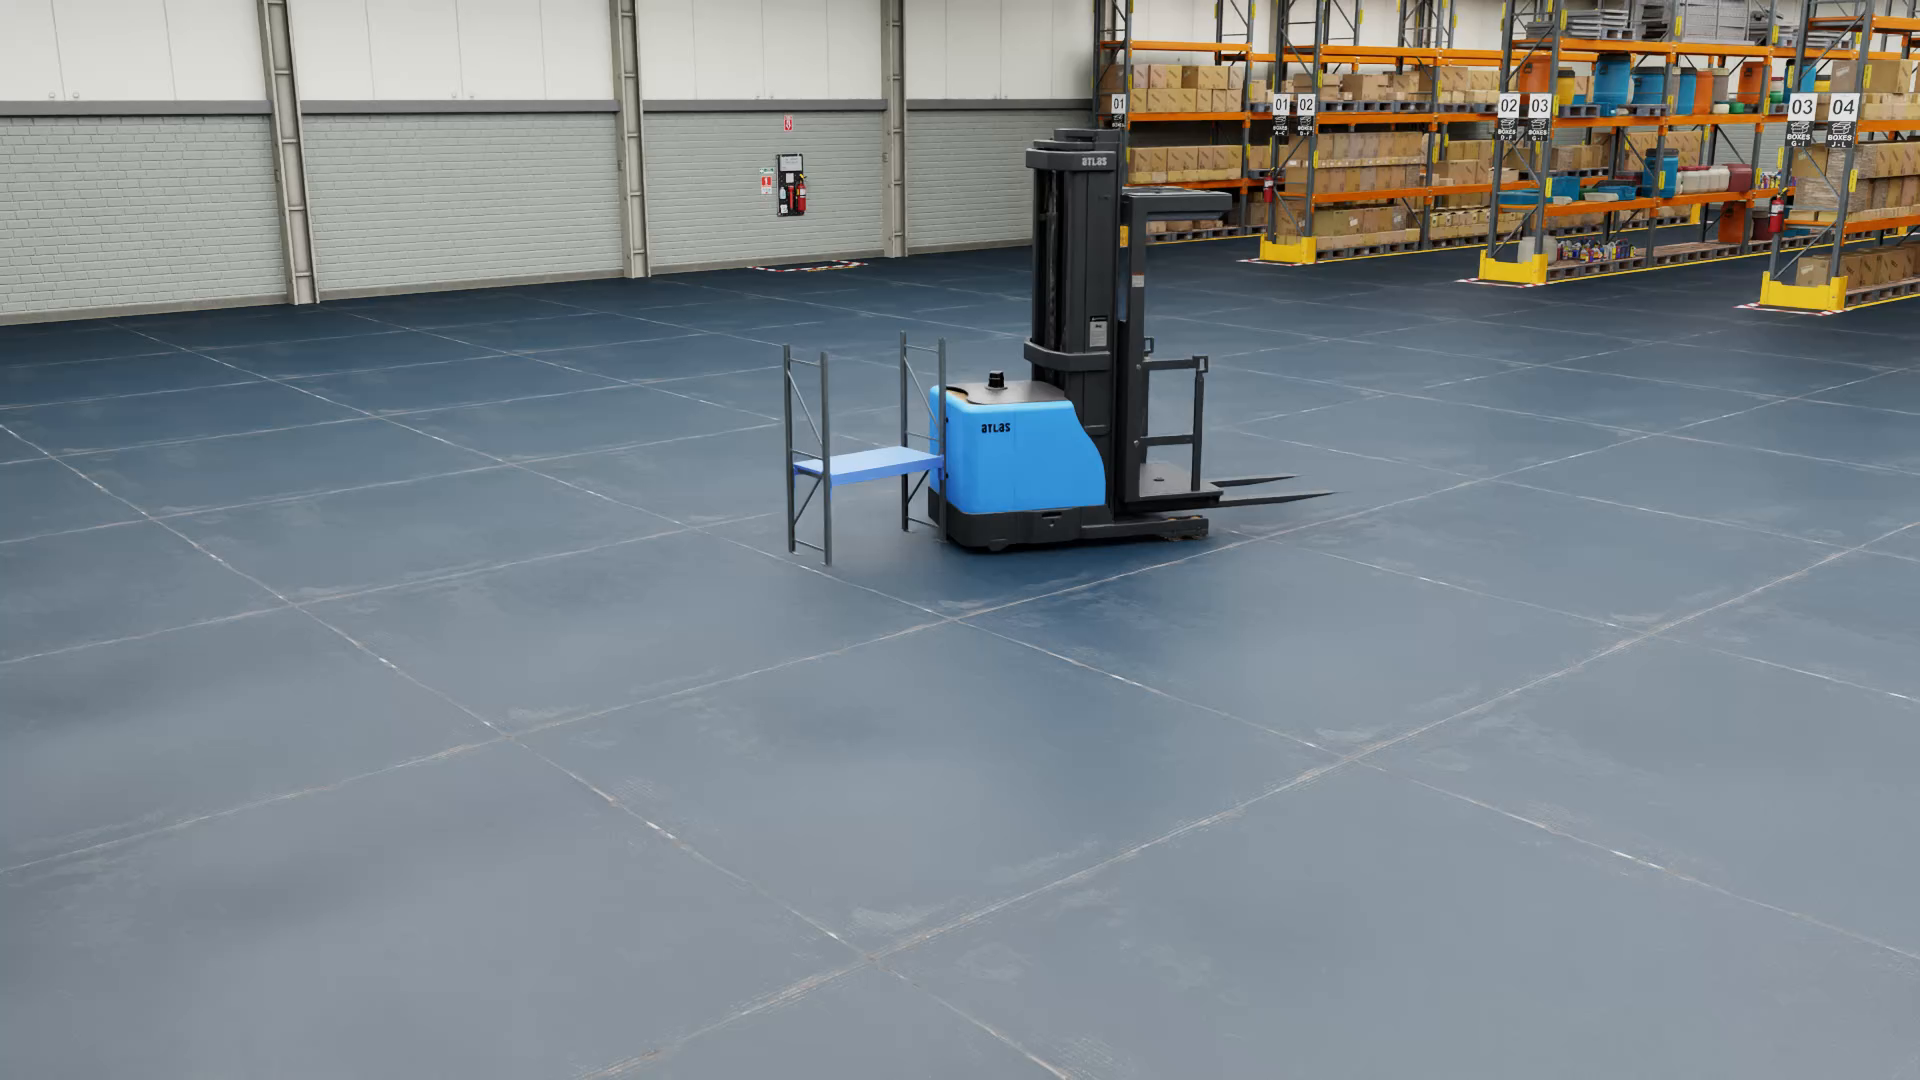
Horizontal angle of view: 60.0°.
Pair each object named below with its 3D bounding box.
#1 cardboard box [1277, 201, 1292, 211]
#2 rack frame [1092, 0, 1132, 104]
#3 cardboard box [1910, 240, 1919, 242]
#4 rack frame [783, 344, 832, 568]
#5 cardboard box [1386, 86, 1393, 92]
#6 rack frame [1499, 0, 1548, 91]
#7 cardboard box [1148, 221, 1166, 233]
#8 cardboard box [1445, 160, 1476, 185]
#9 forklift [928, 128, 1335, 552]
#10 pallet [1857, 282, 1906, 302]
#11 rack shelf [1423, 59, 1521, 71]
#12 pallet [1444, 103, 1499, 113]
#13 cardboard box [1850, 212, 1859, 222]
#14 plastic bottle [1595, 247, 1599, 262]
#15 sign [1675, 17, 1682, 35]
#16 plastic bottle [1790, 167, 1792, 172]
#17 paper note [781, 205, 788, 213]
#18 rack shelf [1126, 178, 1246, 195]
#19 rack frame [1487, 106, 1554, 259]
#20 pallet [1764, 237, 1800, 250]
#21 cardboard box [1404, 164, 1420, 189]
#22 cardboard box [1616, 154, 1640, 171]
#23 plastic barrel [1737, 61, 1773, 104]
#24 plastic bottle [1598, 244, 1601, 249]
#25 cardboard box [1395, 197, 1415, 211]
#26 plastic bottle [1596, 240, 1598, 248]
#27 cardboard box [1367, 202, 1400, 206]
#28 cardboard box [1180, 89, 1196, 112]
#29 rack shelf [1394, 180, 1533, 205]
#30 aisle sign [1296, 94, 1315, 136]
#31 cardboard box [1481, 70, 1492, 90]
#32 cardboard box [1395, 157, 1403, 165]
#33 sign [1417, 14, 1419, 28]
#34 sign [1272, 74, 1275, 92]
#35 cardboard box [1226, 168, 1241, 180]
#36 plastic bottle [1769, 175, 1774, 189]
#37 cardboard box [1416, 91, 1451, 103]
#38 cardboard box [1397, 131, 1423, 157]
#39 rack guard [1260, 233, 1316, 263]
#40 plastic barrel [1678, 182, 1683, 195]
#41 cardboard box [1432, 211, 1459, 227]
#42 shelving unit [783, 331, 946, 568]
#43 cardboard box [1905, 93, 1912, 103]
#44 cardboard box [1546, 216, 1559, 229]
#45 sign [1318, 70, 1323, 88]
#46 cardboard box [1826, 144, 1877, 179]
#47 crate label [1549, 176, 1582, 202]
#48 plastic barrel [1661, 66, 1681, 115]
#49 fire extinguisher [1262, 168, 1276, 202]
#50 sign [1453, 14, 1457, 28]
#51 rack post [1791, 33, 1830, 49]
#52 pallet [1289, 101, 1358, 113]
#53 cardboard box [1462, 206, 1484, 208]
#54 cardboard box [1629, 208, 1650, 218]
[{"bbox_3d":[7.582,-7.943,40.166,0.500,0.500,0.700,-12,19,-39],"label":"cardboard box"},{"bbox_3d":[3.252,-10.855,35.452,0.127,3.000,1.000,-13,19,-39],"label":"rack frame"},{"bbox_3d":[16.873,-4.924,28.861,0.500,0.500,0.700,-13,20,-40],"label":"cardboard box"},{"bbox_3d":[-1.058,-0.585,11.534,0.032,1.500,0.500,-12,19,-38],"label":"rack frame"},{"bbox_3d":[8.563,-9.222,34.238,0.500,0.311,0.500,-14,20,-42],"label":"cardboard box"},{"bbox_3d":[12.541,-11.247,36.918,0.127,3.000,1.000,-13,19,-39],"label":"rack frame"},{"bbox_3d":[4.263,-7.067,37.251,0.500,0.311,0.500,-11,18,-35],"label":"cardboard box"},{"bbox_3d":[10.889,-8.020,36.269,0.500,0.500,0.500,-13,19,-39],"label":"cardboard box"},{"bbox_3d":[1.331,-1.533,12.308,3.031,2.935,1.130,-4,16,-16],"label":"forklift"},{"bbox_3d":[14.620,-4.066,27.063,1.213,0.211,1.003,-13,19,-39],"label":"pallet"},{"bbox_3d":[13.813,-12.686,44.476,4.000,0.370,1.077,-13,19,-39],"label":"rack shelf"},{"bbox_3d":[11.246,-9.384,36.122,1.213,0.211,1.003,-12,19,-37],"label":"pallet"},{"bbox_3d":[13.579,-4.983,25.580,0.250,0.149,0.380,-13,19,-39],"label":"cardboard box"},{"bbox_3d":[11.661,-5.244,30.505,0.097,0.271,0.097,0,15,0],"label":"plastic bottle"},{"bbox_3d":[13.125,-9.394,30.388,0.005,0.325,0.100,-13,19,-39],"label":"sign"},{"bbox_3d":[18.299,-8.034,36.610,0.185,0.351,0.144,-13,19,-39],"label":"plastic bottle"},{"bbox_3d":[-3.382,-6.374,32.008,0.142,0.148,0.016,-13,19,-39],"label":"paper note"},{"bbox_3d":[4.761,-7.948,37.588,4.000,0.370,1.077,-13,19,-39],"label":"rack shelf"},{"bbox_3d":[9.755,-6.028,29.006,0.127,3.000,1.000,-13,19,-39],"label":"rack frame"},{"bbox_3d":[17.277,-6.384,35.739,1.213,0.211,1.003,-13,19,-39],"label":"pallet"},{"bbox_3d":[9.193,-7.643,34.856,0.500,0.500,0.700,-13,20,-41],"label":"cardboard box"},{"bbox_3d":[16.122,-9.108,40.341,0.500,0.500,0.500,-12,19,-38],"label":"cardboard box"},{"bbox_3d":[16.220,-9.339,33.941,0.708,0.830,0.600,-13,19,-39],"label":"plastic barrel"},{"bbox_3d":[11.892,-5.348,30.869,0.133,0.283,0.061,-13,19,-39],"label":"plastic bottle"},{"bbox_3d":[11.231,-8.868,42.987,0.750,0.750,0.750,-12,19,-38],"label":"cardboard box"},{"bbox_3d":[12.089,-5.557,31.652,0.133,0.283,0.061,-13,19,-39],"label":"plastic bottle"},{"bbox_3d":[8.969,-6.890,35.293,0.500,0.500,0.500,-13,19,-39],"label":"cardboard box"},{"bbox_3d":[4.876,-9.740,36.856,0.500,0.500,0.500,-11,19,-36],"label":"cardboard box"},{"bbox_3d":[11.033,-7.662,36.517,4.000,0.370,1.077,-13,19,-39],"label":"rack shelf"},{"bbox_3d":[6.658,-8.178,32.018,0.004,0.787,0.394,-13,19,-39],"label":"aisle sign"},{"bbox_3d":[13.779,-12.219,44.201,0.500,0.500,0.500,-12,19,-39],"label":"cardboard box"},{"bbox_3d":[8.878,-7.814,34.240,0.250,0.149,0.380,-13,20,-39],"label":"cardboard box"},{"bbox_3d":[11.959,-13.528,43.342,0.005,0.325,0.100,-13,19,-39],"label":"sign"},{"bbox_3d":[6.161,-8.940,32.532,0.005,0.325,0.100,-13,19,-39],"label":"sign"},{"bbox_3d":[6.111,-8.433,38.259,0.500,0.250,0.500,-13,19,-39],"label":"cardboard box"},{"bbox_3d":[16.809,-7.430,34.479,0.133,0.283,0.061,-13,19,-39],"label":"plastic bottle"},{"bbox_3d":[9.995,-9.353,35.117,0.500,0.250,0.500,-10,18,-34],"label":"cardboard box"},{"bbox_3d":[9.193,-8.270,34.689,0.500,0.500,0.700,-13,19,-39],"label":"cardboard box"},{"bbox_3d":[6.488,-5.782,32.926,0.348,0.500,1.175,-13,19,-39],"label":"rack guard"},{"bbox_3d":[13.872,-6.833,32.288,0.301,0.262,0.301,0,15,0],"label":"plastic barrel"},{"bbox_3d":[10.380,-6.922,35.778,0.500,0.311,0.500,-13,20,-40],"label":"cardboard box"},{"bbox_3d":[-0.664,-0.668,11.845,1.048,1.500,0.538,-12,19,-38],"label":"shelving unit"},{"bbox_3d":[14.716,-6.947,26.151,0.250,0.149,0.380,-14,20,-41],"label":"cardboard box"},{"bbox_3d":[13.464,-7.465,38.374,0.500,0.500,0.500,-14,20,-41],"label":"cardboard box"},{"bbox_3d":[6.866,-8.794,31.700,0.005,0.325,0.100,-13,19,-39],"label":"sign"},{"bbox_3d":[13.600,-5.779,25.366,0.500,0.500,0.500,-13,19,-39],"label":"cardboard box"},{"bbox_3d":[10.966,-6.410,30.366,0.616,0.435,0.502,-13,19,-39],"label":"crate label"},{"bbox_3d":[13.507,-8.637,31.986,0.600,0.901,0.600,0,15,0],"label":"plastic barrel"},{"bbox_3d":[6.112,-7.026,32.892,0.183,0.674,0.296,-13,19,-39],"label":"fire extinguisher"},{"bbox_3d":[12.669,-13.274,42.544,0.005,0.325,0.100,-13,19,-39],"label":"sign"},{"bbox_3d":[17.364,-10.350,34.530,0.954,0.300,0.937,-10,18,-33],"label":"rack post"},{"bbox_3d":[7.057,-8.514,32.672,1.213,0.211,1.003,-13,19,-39],"label":"pallet"},{"bbox_3d":[11.563,-7.372,37.463,0.500,0.311,0.500,-13,20,-41],"label":"cardboard box"},{"bbox_3d":[16.973,-8.352,41.690,0.637,0.503,0.797,-13,19,-39],"label":"cardboard box"}]
